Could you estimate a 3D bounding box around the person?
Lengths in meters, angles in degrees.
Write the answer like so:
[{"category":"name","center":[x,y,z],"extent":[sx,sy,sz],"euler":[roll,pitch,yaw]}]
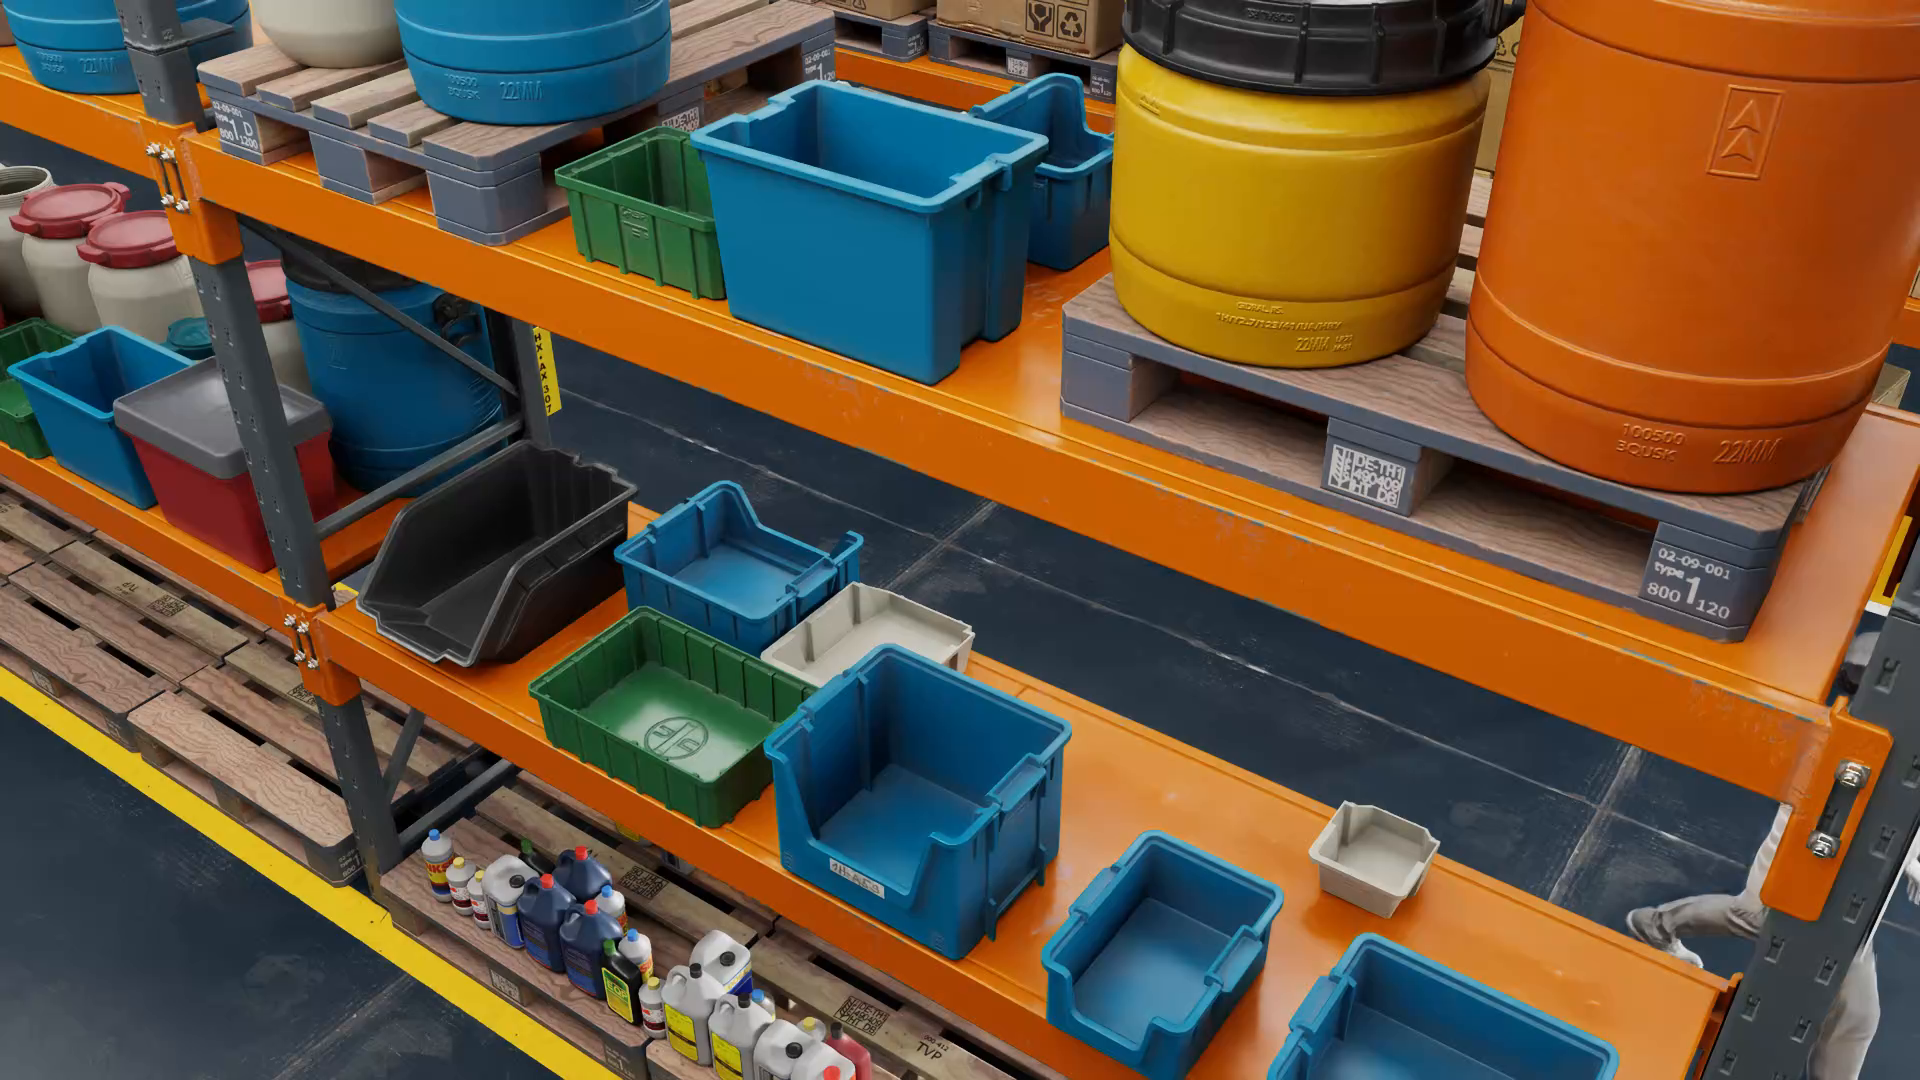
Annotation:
[{"category":"person","center":[2.505,0.929,4.780],"extent":[0.490,1.637,0.975],"euler":[-29,44,-35]}]
